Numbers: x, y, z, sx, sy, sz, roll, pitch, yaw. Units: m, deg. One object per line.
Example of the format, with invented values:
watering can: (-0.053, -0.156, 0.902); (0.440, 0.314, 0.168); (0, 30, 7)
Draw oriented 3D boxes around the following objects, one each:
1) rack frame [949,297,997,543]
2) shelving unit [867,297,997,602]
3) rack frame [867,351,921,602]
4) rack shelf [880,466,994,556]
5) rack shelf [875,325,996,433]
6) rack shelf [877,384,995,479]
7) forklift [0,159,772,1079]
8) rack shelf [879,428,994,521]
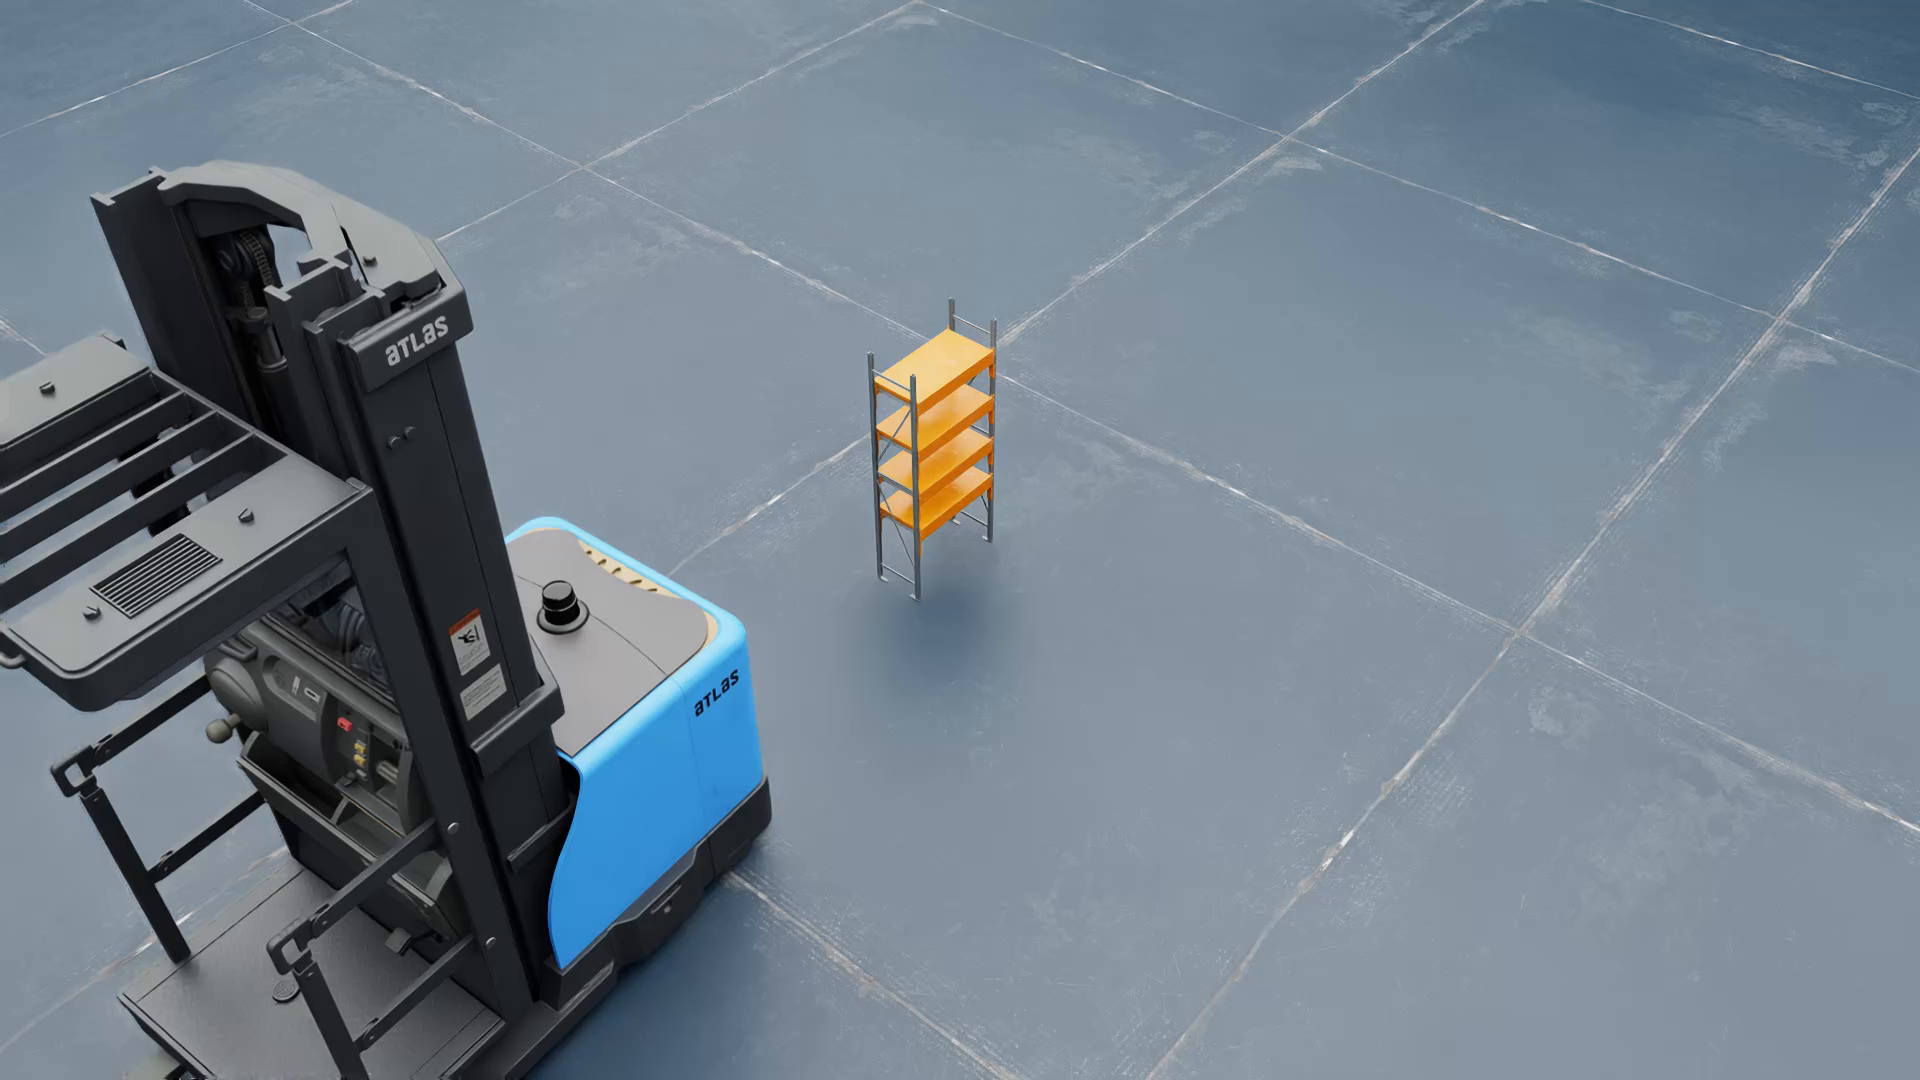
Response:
rack frame: (0.051, -0.484, 7.073); (0.240, 1.200, 0.015); (29, 50, 28)
shelving unit: (-0.107, -0.359, 6.935); (0.258, 1.200, 0.503); (29, 50, 28)
rack frame: (-0.264, -0.233, 6.797); (0.240, 1.200, 0.015); (29, 50, 28)
rack shelf: (-0.107, -0.162, 7.114); (0.258, 0.148, 0.480); (29, 50, 28)
rack shelf: (-0.107, -0.649, 6.671); (0.258, 0.148, 0.480); (29, 50, 28)
rack shelf: (-0.107, -0.474, 6.830); (0.258, 0.148, 0.480); (29, 50, 28)
forklift: (-1.981, 0.589, 4.605); (1.130, 2.935, 3.031); (27, 49, 26)
rack shelf: (-0.107, -0.309, 6.980); (0.258, 0.148, 0.480); (29, 50, 28)
